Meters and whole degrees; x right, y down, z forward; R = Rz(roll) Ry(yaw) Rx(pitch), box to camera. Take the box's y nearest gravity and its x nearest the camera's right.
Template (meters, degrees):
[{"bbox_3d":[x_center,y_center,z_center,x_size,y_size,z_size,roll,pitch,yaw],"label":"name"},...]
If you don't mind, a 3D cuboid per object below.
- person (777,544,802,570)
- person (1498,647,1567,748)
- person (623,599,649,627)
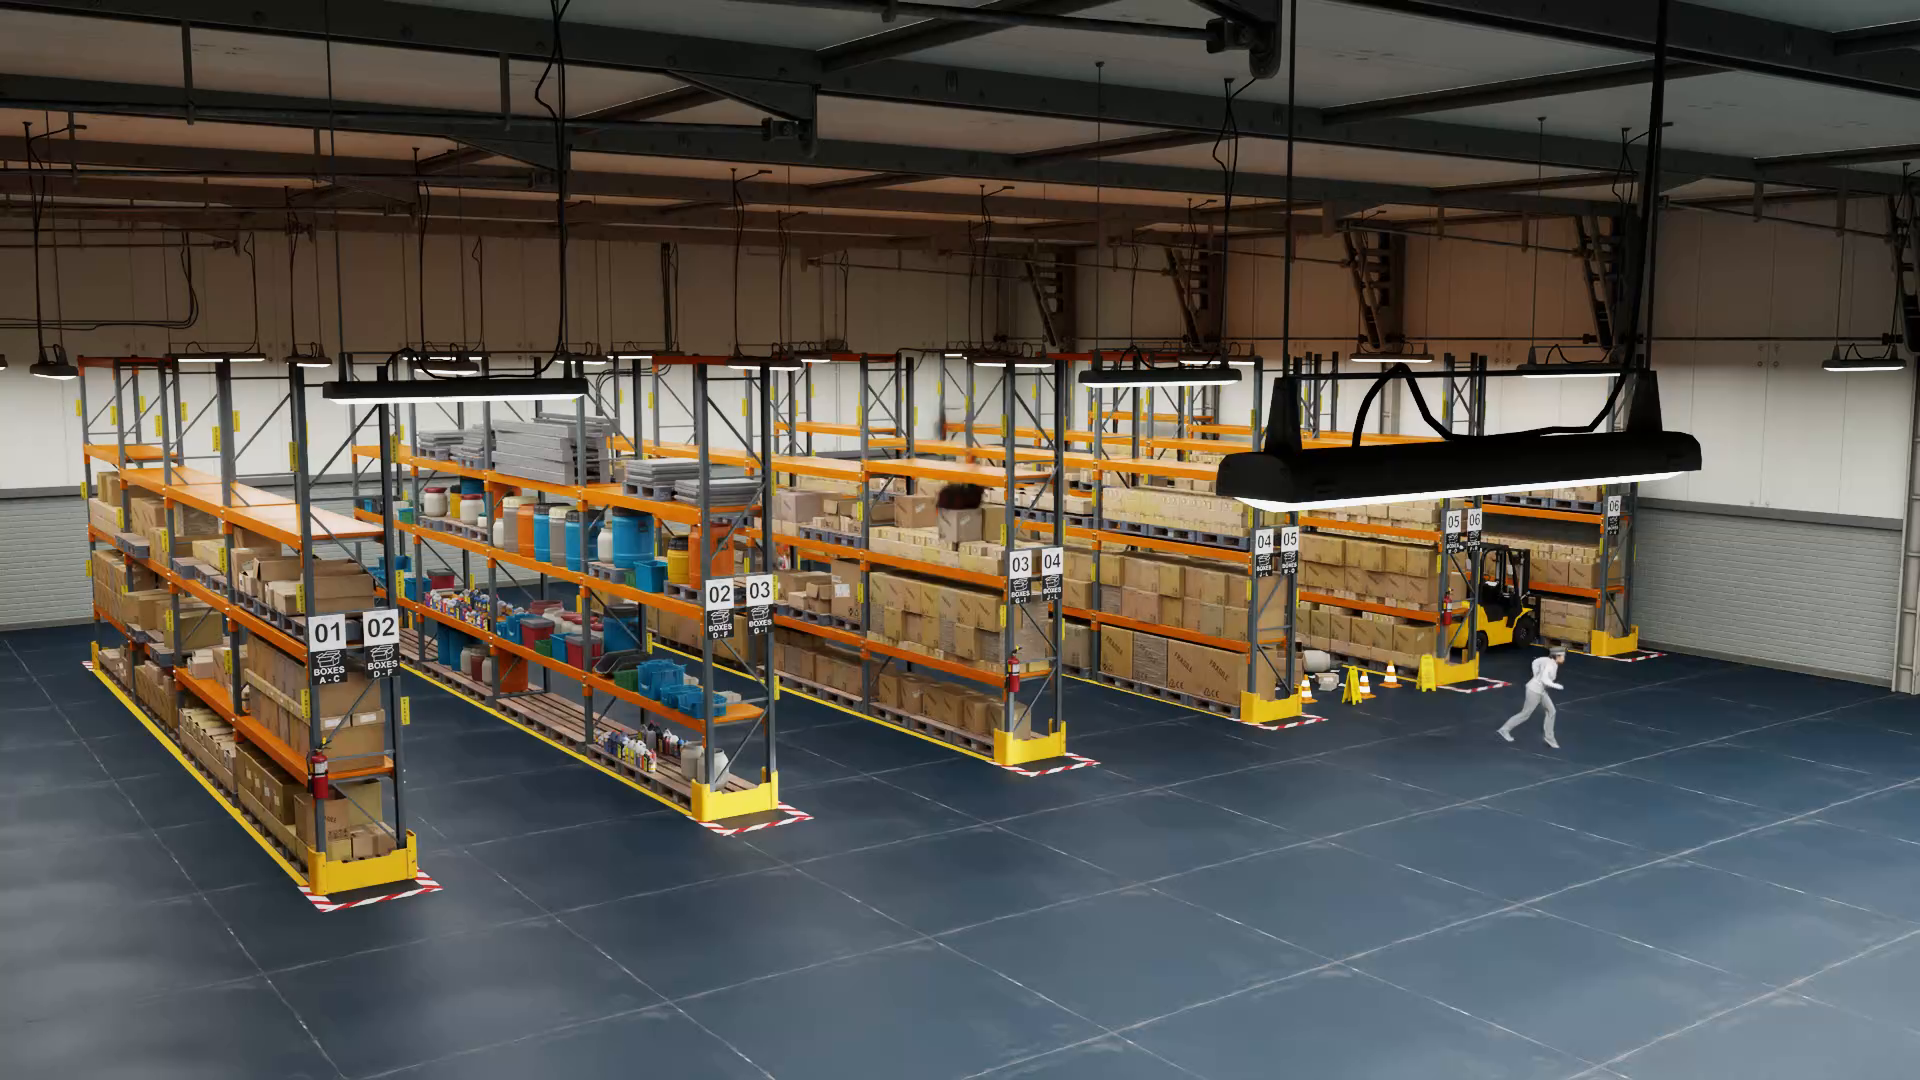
[{"bbox_3d":[-3.845,0.951,37.308,0.649,1.754,0.645,-4,8,-28],"label":"person"},{"bbox_3d":[8.902,2.446,25.891,0.964,1.613,0.658,2,7,16],"label":"person"},{"bbox_3d":[-6.239,1.656,31.997,0.564,1.629,0.566,-5,9,-37],"label":"person"}]
